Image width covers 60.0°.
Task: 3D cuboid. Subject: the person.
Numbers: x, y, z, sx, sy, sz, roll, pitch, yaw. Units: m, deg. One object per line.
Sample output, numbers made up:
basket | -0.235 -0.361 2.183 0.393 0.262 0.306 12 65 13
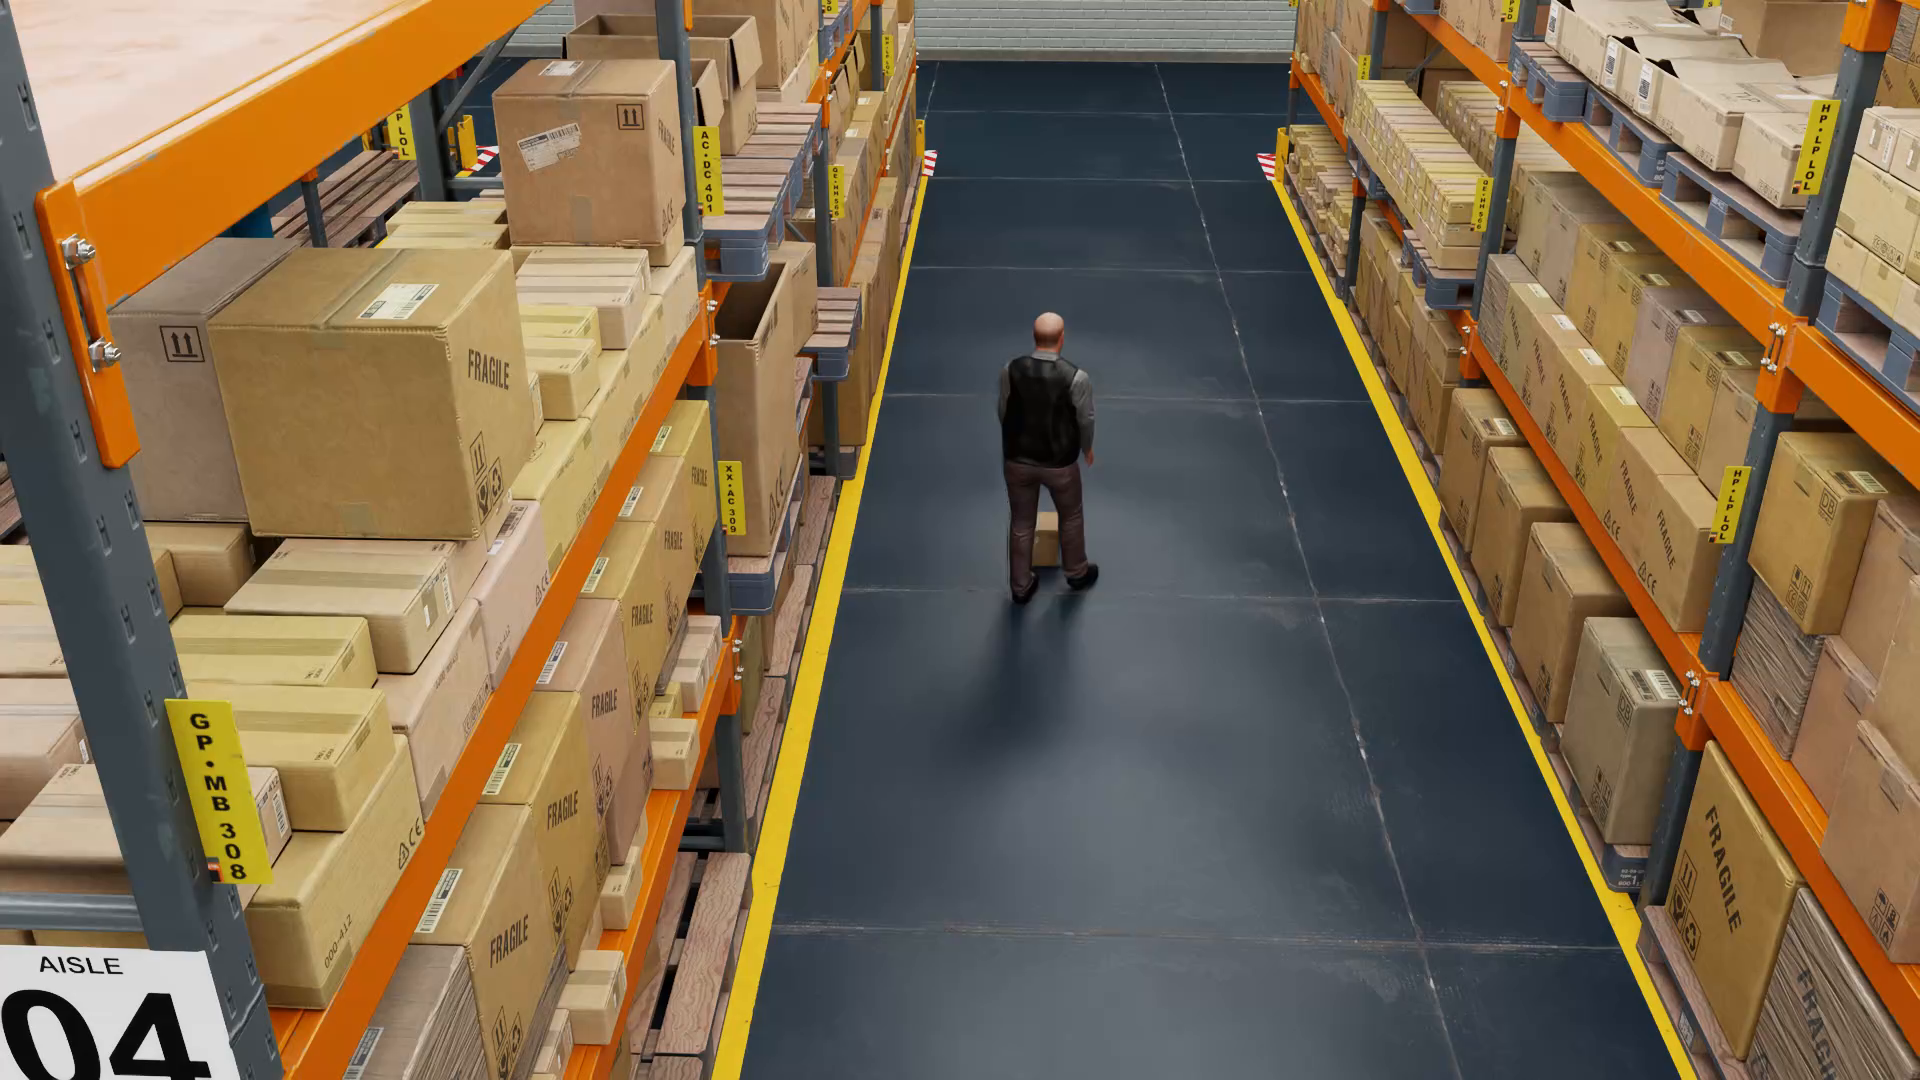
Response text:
person | 0.507 -0.436 9.572 0.572 1.600 0.561 7 29 13
